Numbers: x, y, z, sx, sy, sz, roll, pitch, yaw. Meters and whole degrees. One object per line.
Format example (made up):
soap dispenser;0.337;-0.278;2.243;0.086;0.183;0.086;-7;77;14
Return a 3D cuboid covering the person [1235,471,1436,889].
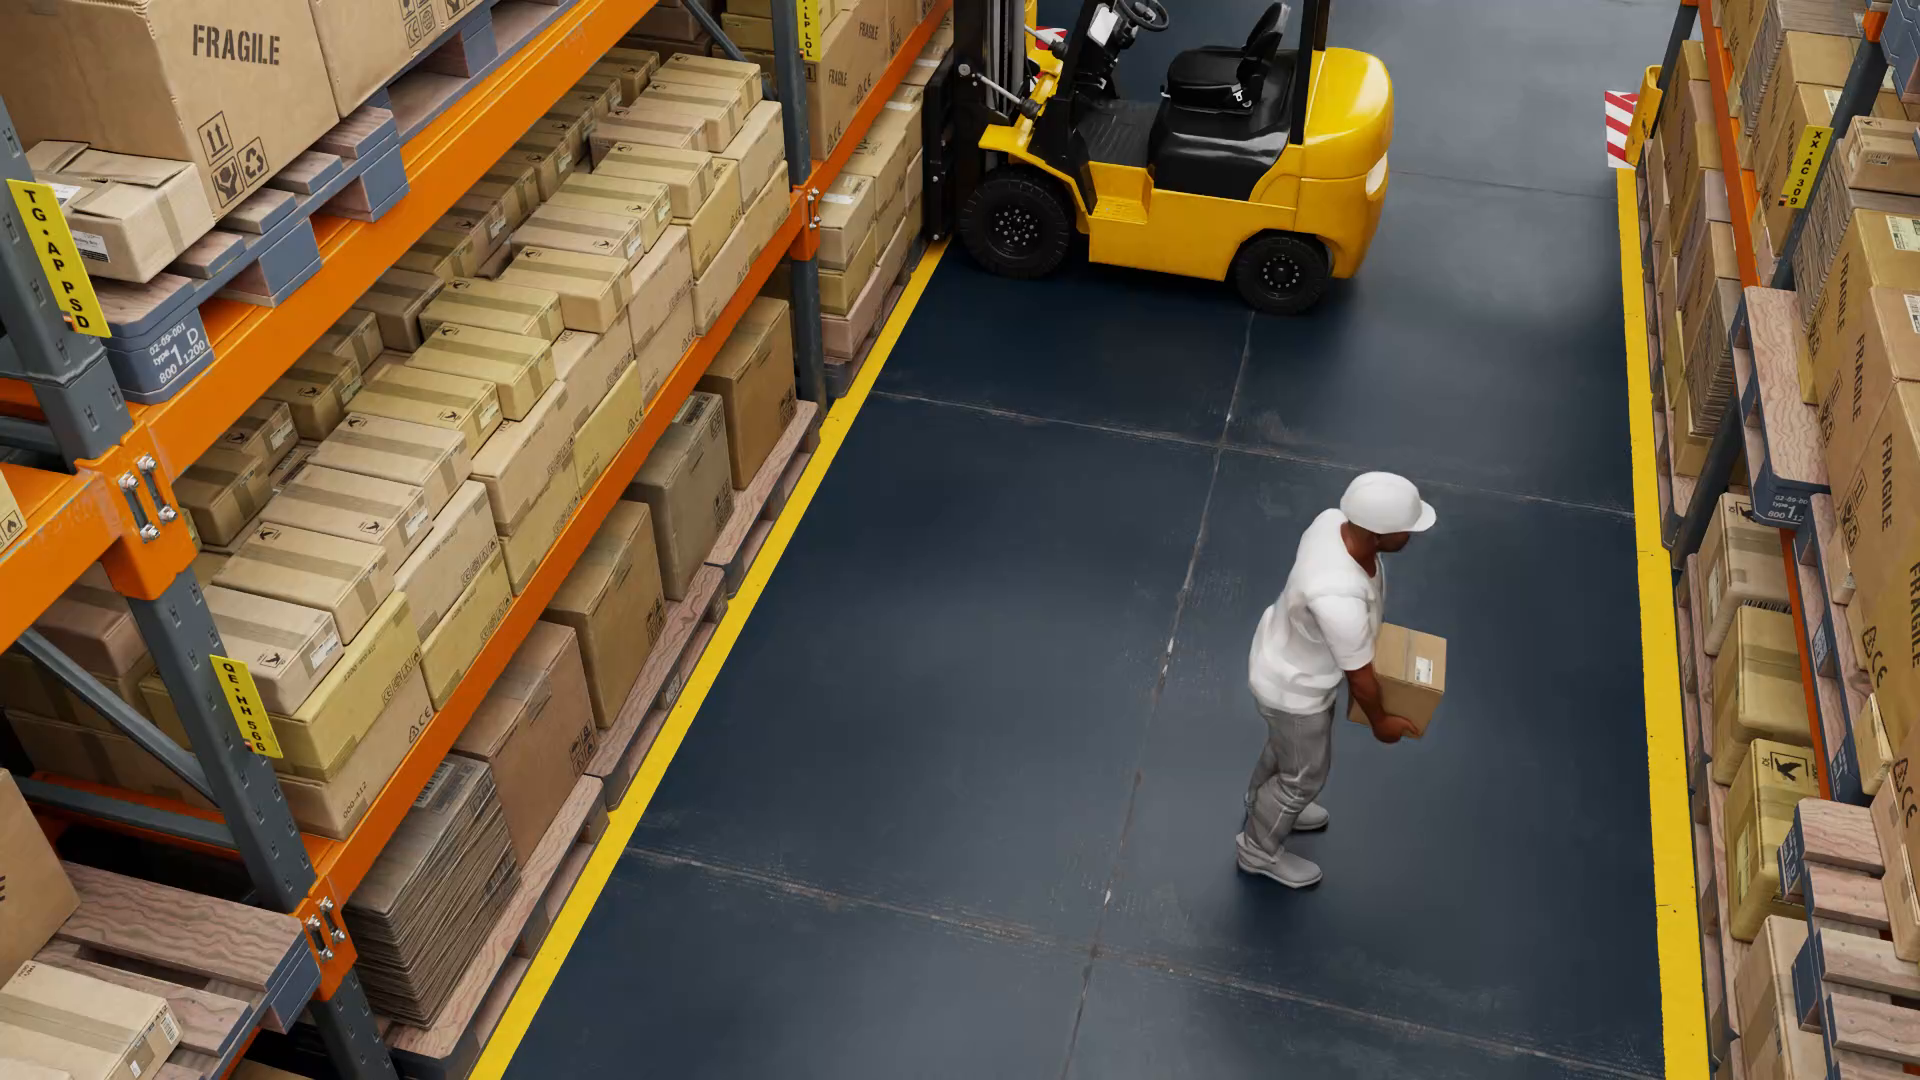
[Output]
person;1.267;0.467;5.614;0.590;1.744;0.503;9;42;11
